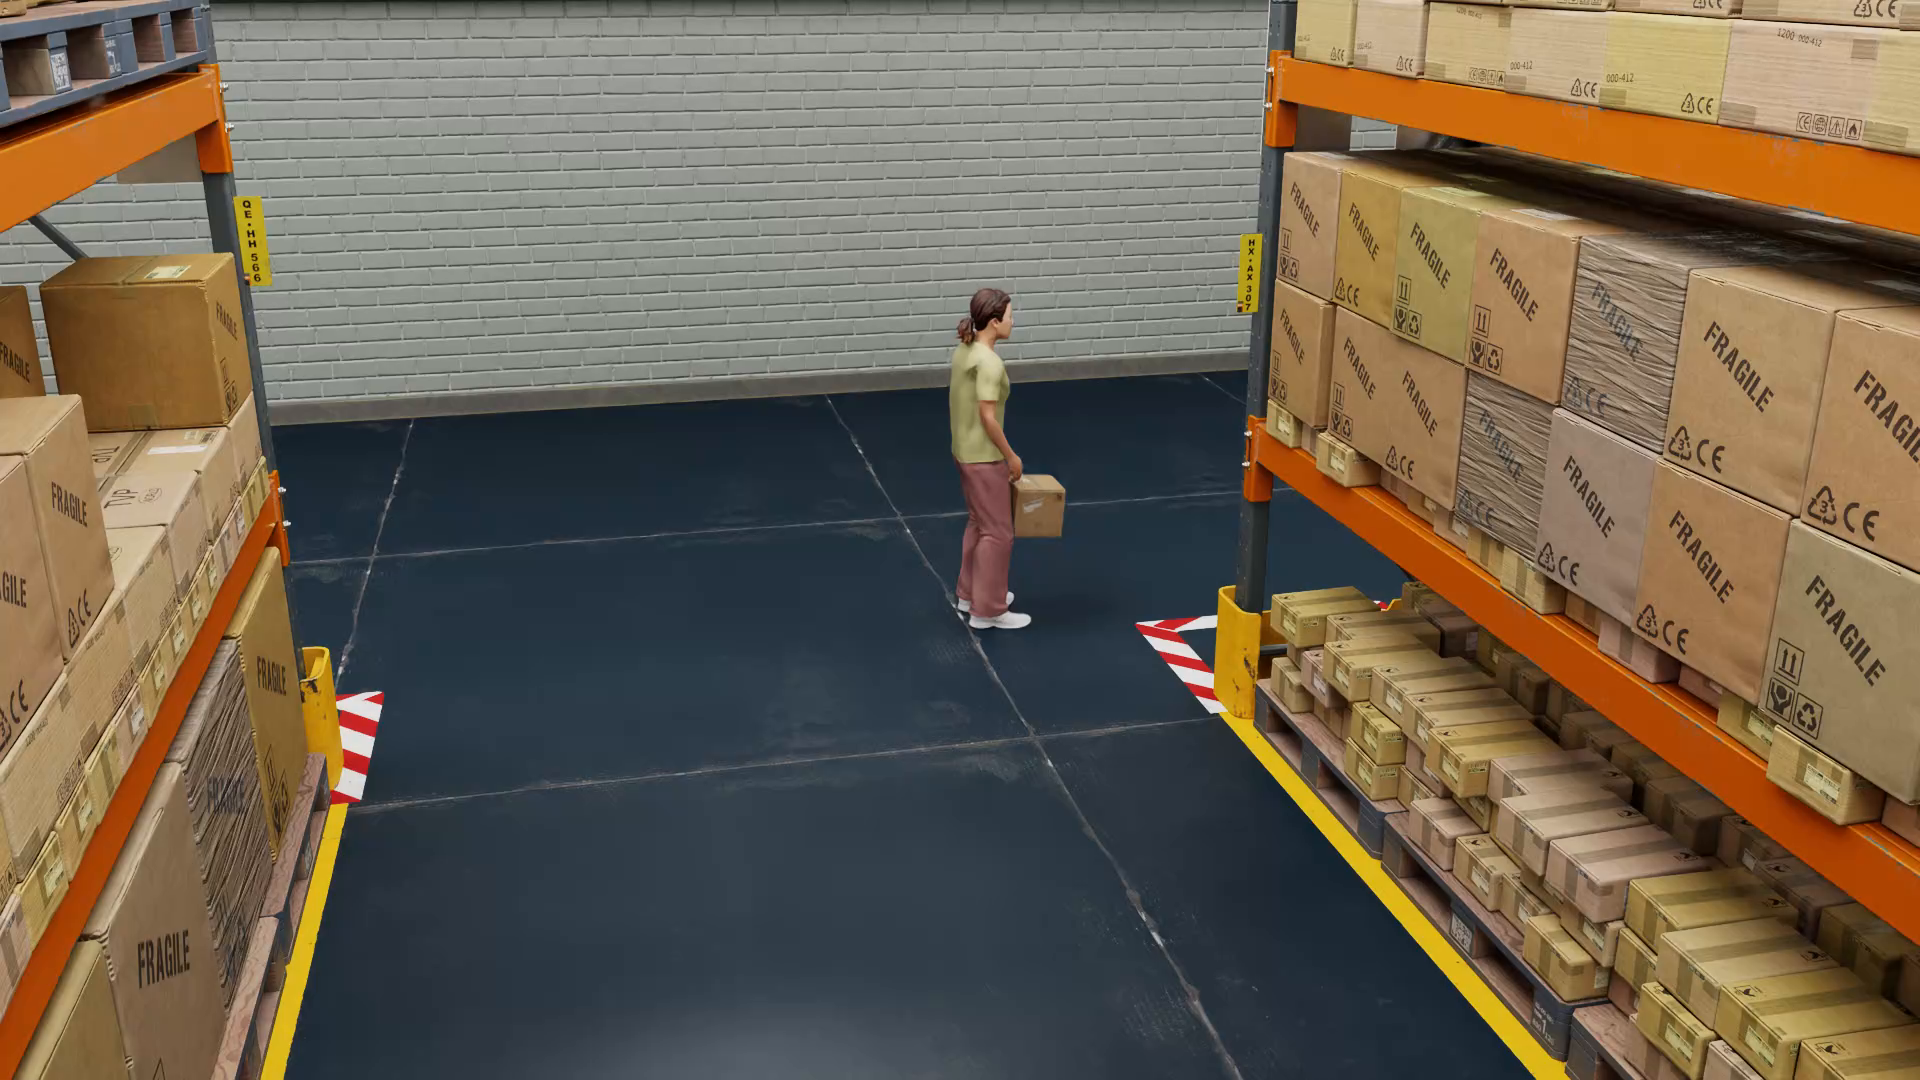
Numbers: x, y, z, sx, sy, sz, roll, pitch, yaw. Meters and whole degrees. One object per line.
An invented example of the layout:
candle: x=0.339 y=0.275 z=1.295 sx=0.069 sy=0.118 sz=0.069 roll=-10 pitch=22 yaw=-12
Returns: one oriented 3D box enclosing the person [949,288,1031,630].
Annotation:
person: x=0.135 y=-0.407 z=8.206 sx=0.359 sy=1.676 sz=0.480 roll=-5 pitch=20 yaw=-13
